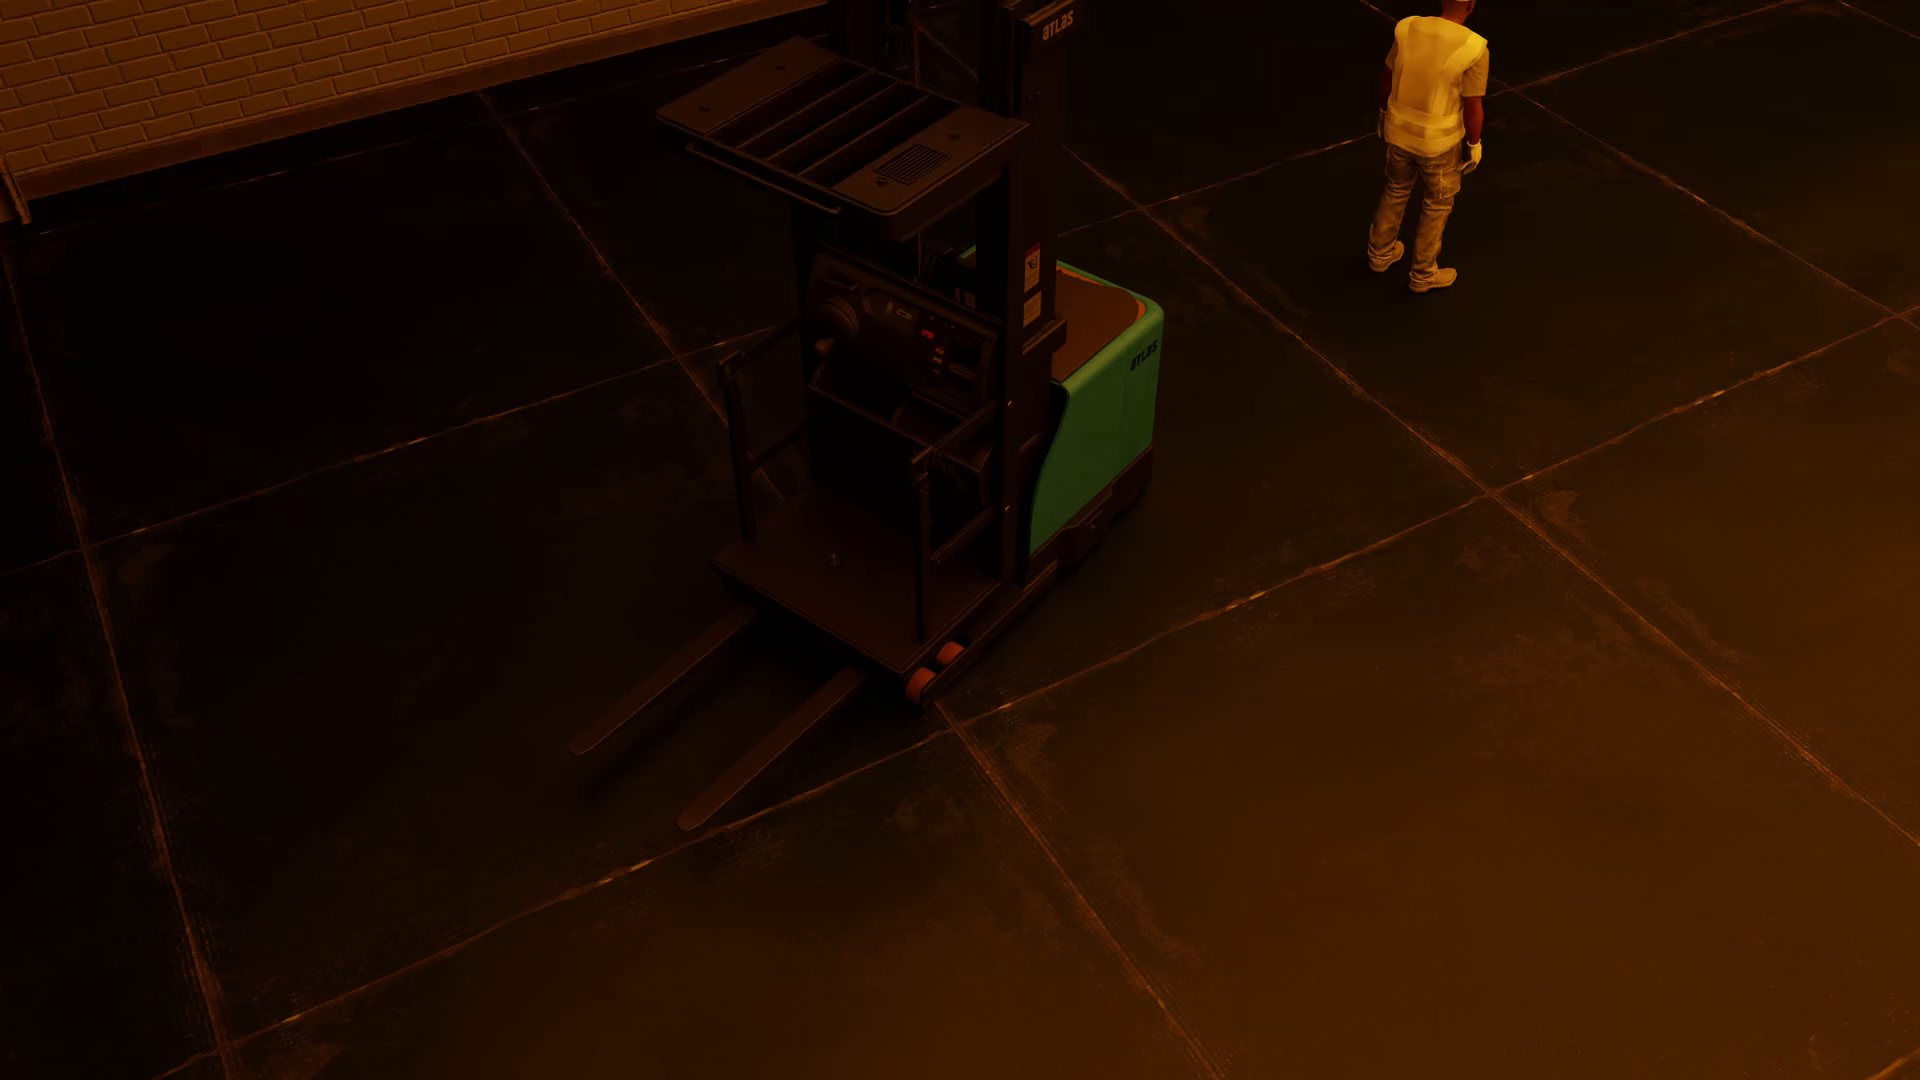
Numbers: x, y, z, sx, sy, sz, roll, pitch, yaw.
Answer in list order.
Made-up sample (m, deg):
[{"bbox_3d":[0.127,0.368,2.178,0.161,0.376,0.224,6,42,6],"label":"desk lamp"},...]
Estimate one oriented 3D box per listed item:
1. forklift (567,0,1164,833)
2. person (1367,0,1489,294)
[{"bbox_3d":[-0.375,-0.749,6.505,1.130,2.935,3.031,28,50,27],"label":"forklift"},{"bbox_3d":[2.511,-2.188,8.912,0.451,1.773,0.624,-33,52,-30],"label":"person"}]
